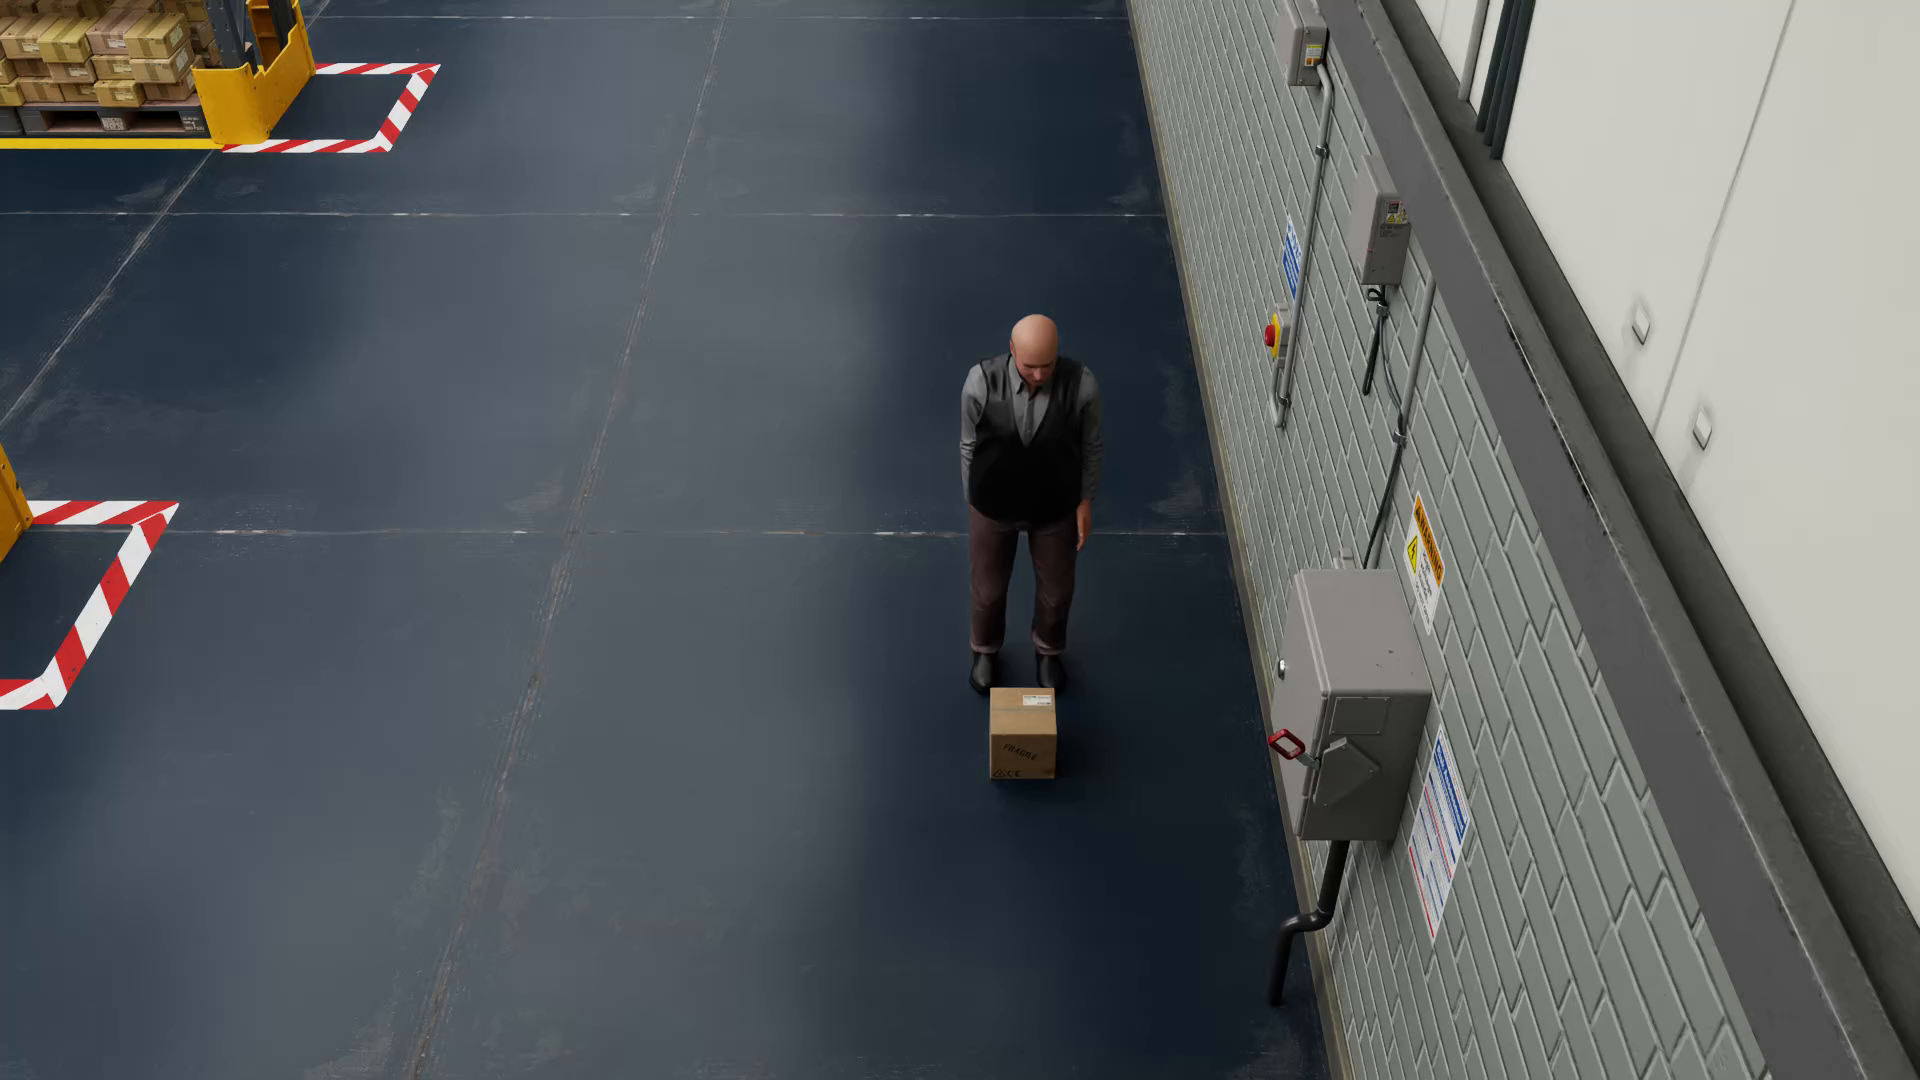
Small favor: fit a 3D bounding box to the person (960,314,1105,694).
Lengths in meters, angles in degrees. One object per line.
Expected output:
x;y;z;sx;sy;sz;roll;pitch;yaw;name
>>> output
0.267;-0.133;6.352;0.538;1.708;0.354;1;39;1;person
